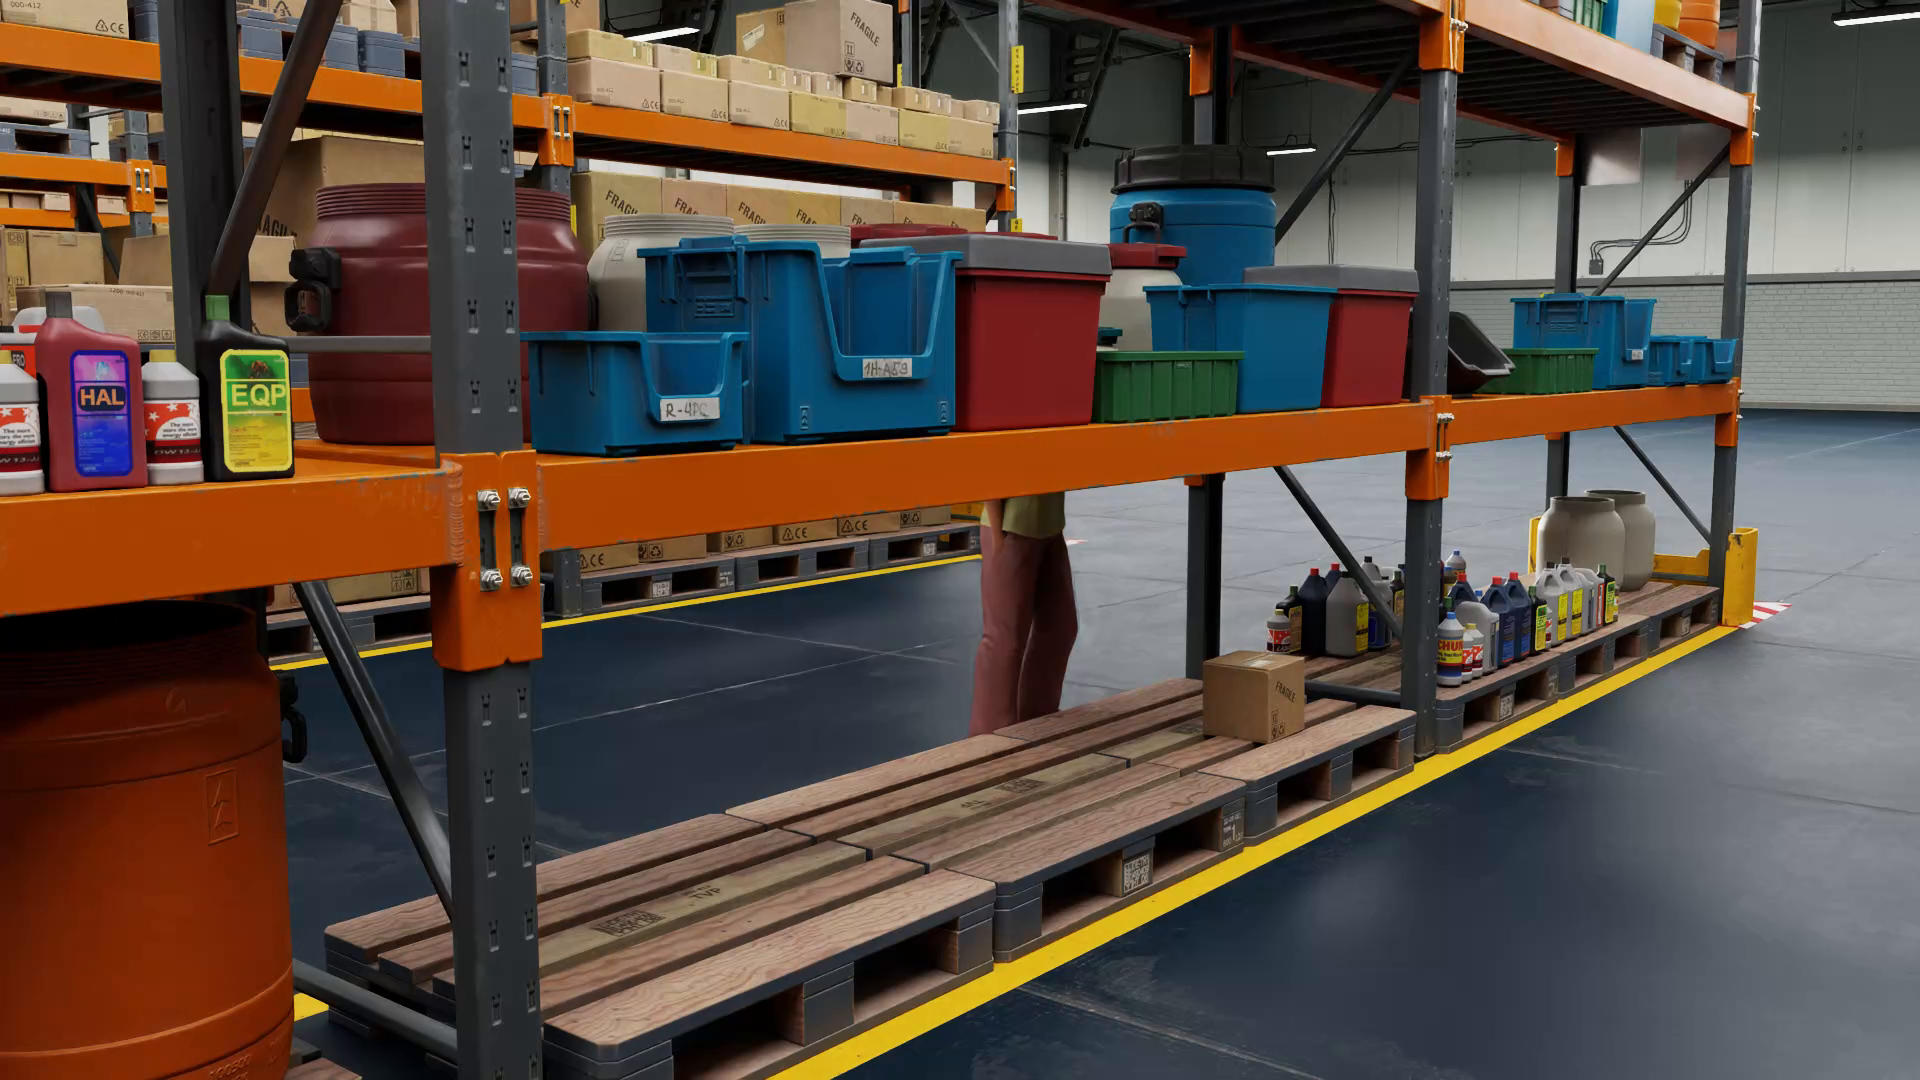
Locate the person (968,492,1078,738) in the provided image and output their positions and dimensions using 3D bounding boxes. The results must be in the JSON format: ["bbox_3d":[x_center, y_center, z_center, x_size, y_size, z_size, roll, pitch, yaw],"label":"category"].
[{"bbox_3d":[0.234,-0.012,5.871,0.356,1.679,0.440,3,7,24],"label":"person"}]
